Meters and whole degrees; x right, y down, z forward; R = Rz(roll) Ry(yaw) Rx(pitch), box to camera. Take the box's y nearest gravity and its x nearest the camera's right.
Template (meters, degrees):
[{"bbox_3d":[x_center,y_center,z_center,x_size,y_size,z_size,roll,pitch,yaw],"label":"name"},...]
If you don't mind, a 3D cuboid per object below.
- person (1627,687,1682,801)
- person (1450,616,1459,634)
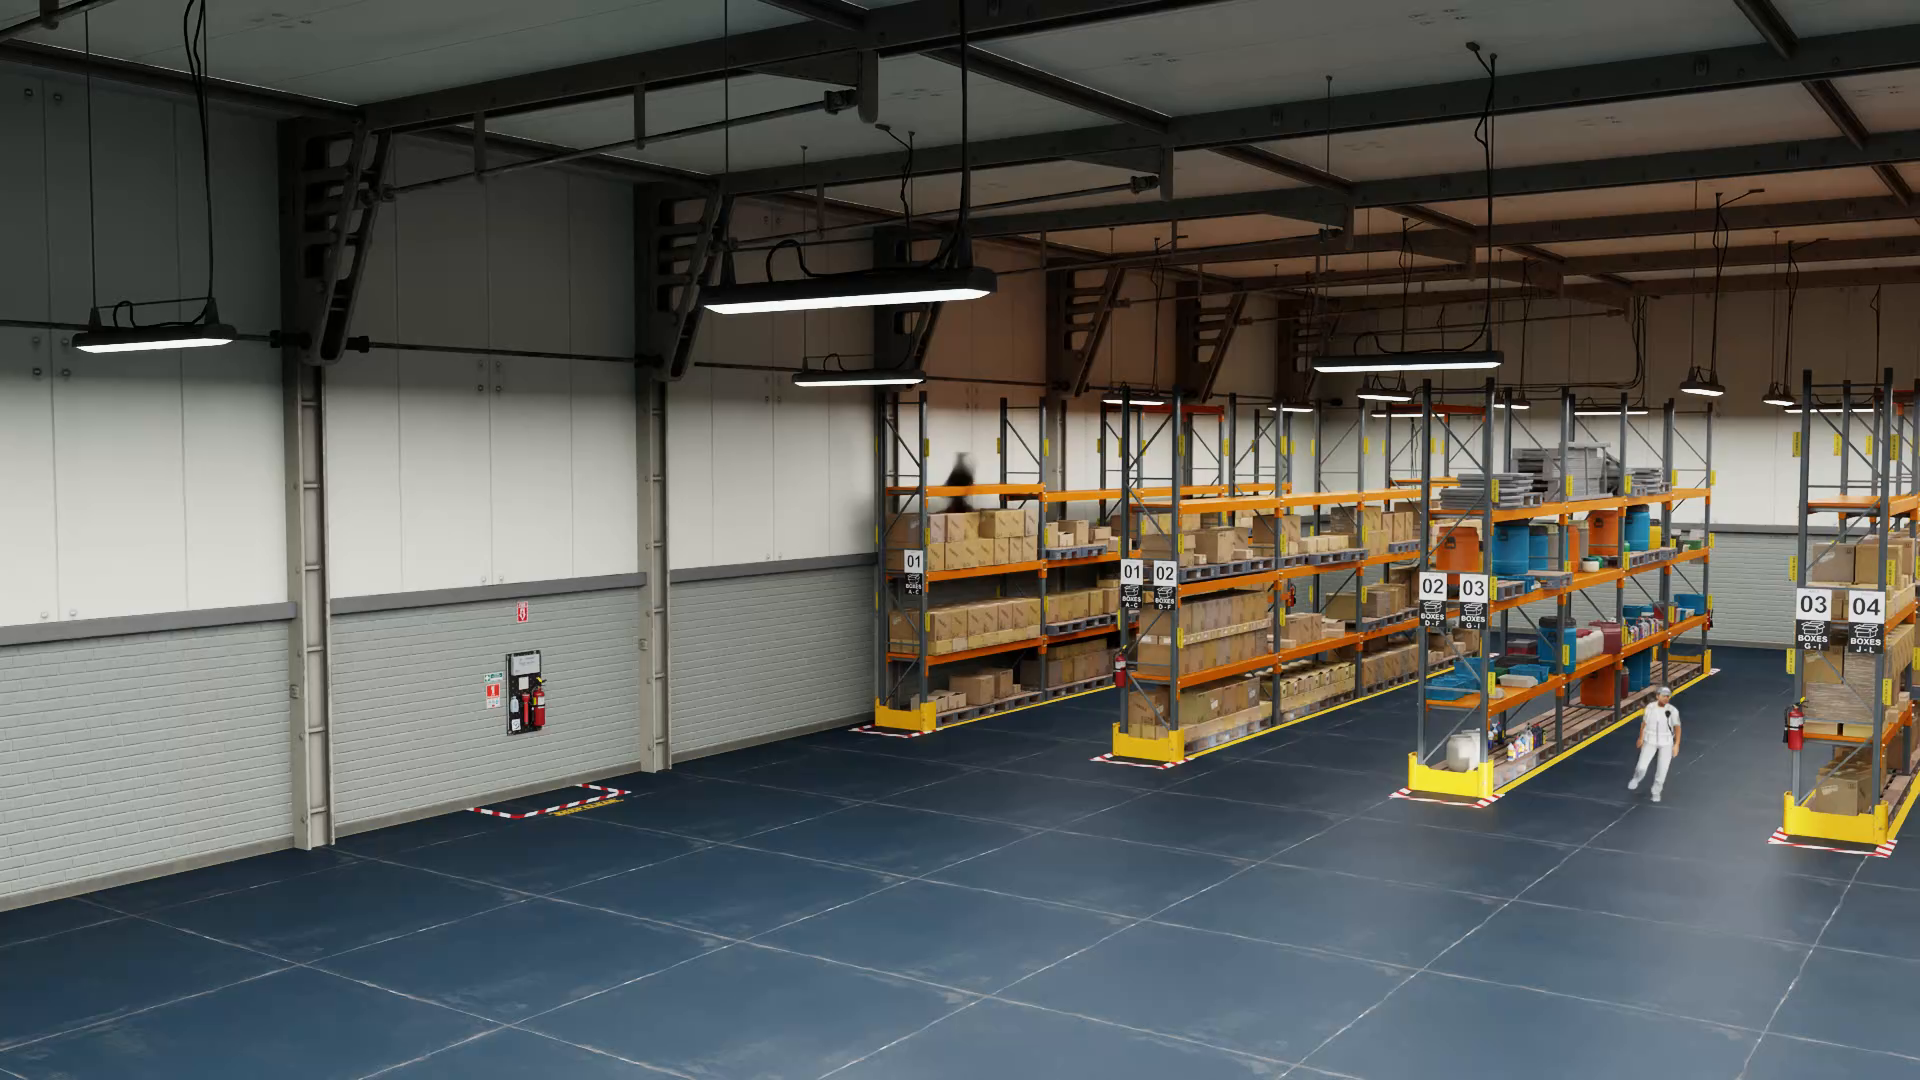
[{"bbox_3d":[9.864,2.879,23.617,0.724,1.629,0.514,2,4,31],"label":"person"},{"bbox_3d":[12.431,1.915,41.489,0.632,1.598,0.509,-1,3,-20],"label":"person"}]
